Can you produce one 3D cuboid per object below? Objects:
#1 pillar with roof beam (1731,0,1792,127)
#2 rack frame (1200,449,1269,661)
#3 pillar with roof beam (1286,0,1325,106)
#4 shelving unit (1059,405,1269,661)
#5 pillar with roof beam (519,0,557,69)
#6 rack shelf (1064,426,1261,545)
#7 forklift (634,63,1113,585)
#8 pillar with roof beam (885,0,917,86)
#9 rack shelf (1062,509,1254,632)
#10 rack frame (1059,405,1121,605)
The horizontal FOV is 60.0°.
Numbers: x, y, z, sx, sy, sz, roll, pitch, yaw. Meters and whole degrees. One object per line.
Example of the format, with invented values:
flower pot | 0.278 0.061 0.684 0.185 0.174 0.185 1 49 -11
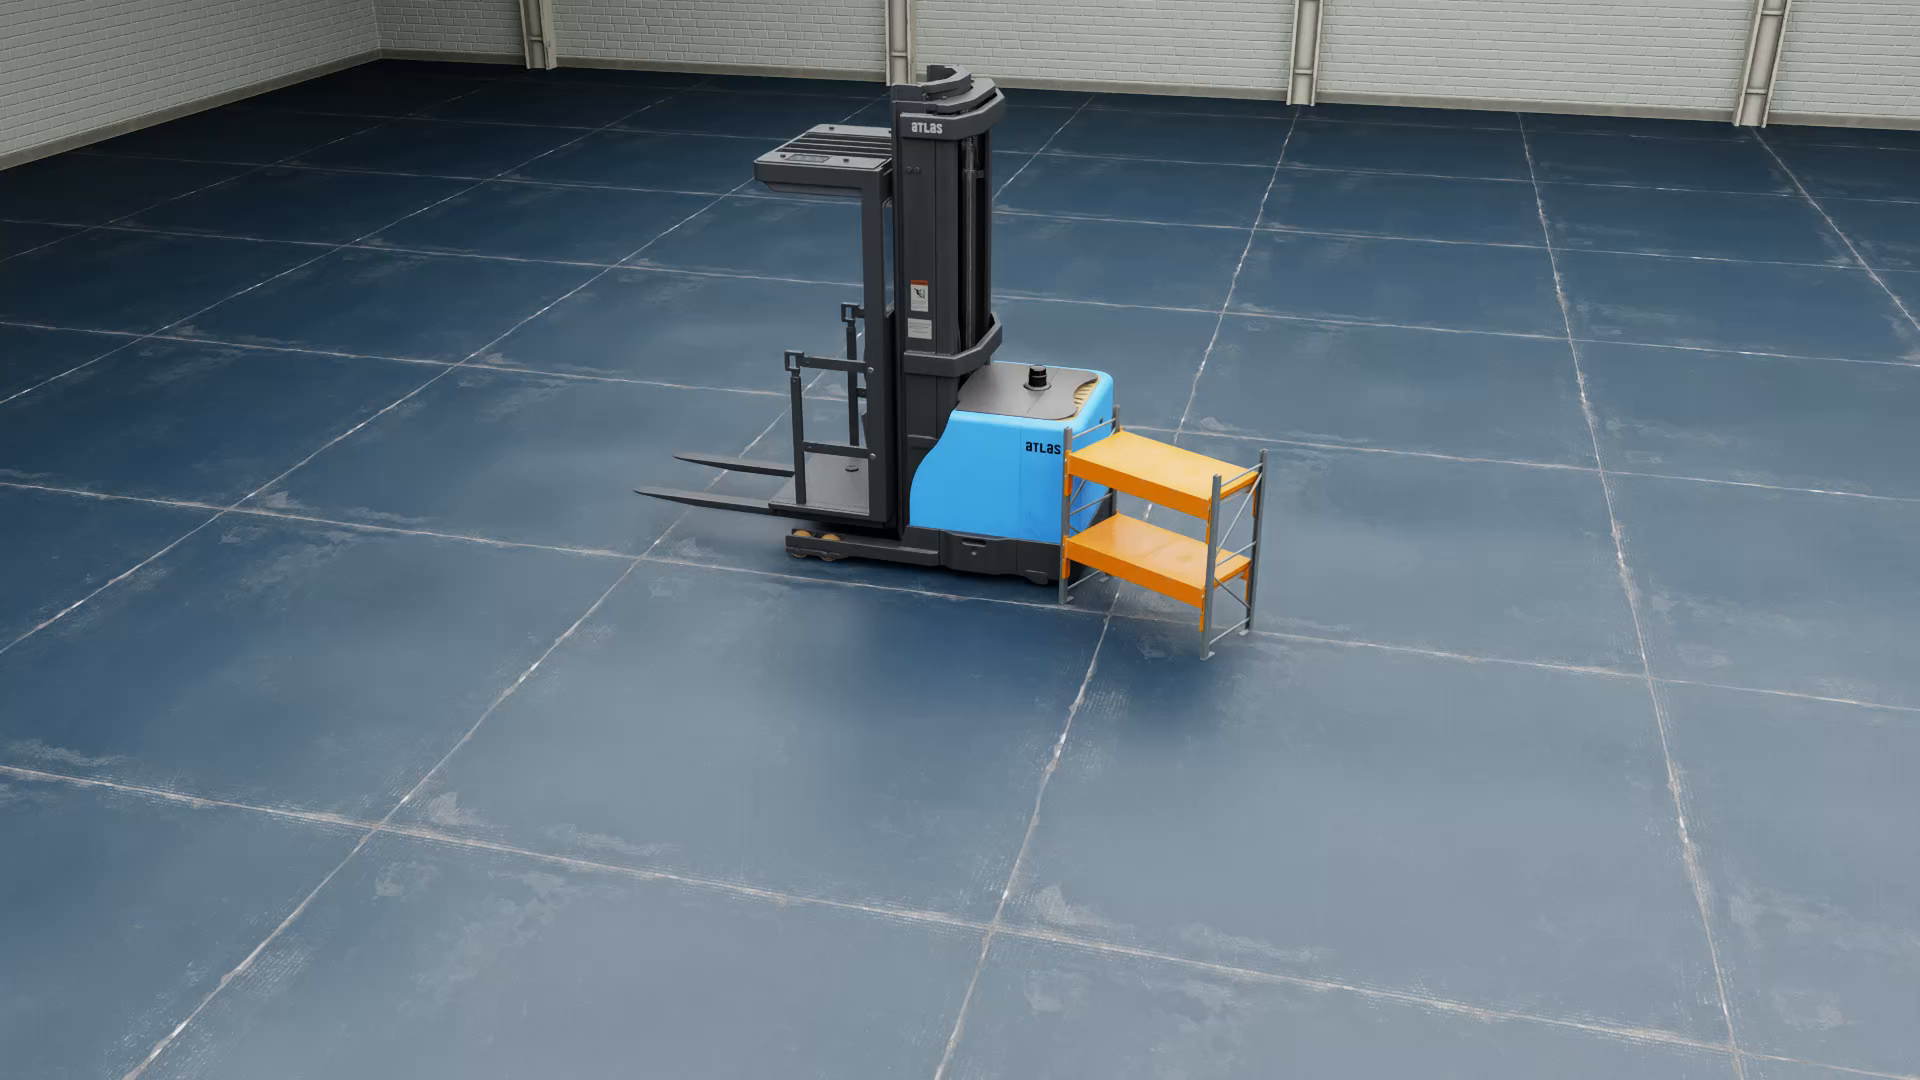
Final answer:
pillar with roof beam | 9.657 -7.928 16.933 0.400 9.000 9.100 6 26 13
rack frame | 1.525 0.088 9.258 0.032 1.125 0.500 21 33 37
pillar with roof beam | 3.846 -8.570 18.282 0.400 9.000 9.100 6 26 13
shelving unit | 1.147 -0.059 9.565 1.048 1.125 0.538 21 33 37
pillar with roof beam | -7.776 -9.855 20.981 0.400 9.000 9.100 6 26 13
rack shelf | 1.147 -0.323 9.439 1.000 0.278 0.538 21 33 37
forklift | -0.598 -1.399 10.279 3.031 2.935 1.130 7 26 15
pillar with roof beam | -1.965 -9.212 19.632 0.400 9.000 9.100 6 26 13
rack shelf | 1.147 0.162 9.670 1.000 0.278 0.538 21 33 37
rack frame | 0.770 -0.205 9.872 0.032 1.125 0.500 21 33 37
